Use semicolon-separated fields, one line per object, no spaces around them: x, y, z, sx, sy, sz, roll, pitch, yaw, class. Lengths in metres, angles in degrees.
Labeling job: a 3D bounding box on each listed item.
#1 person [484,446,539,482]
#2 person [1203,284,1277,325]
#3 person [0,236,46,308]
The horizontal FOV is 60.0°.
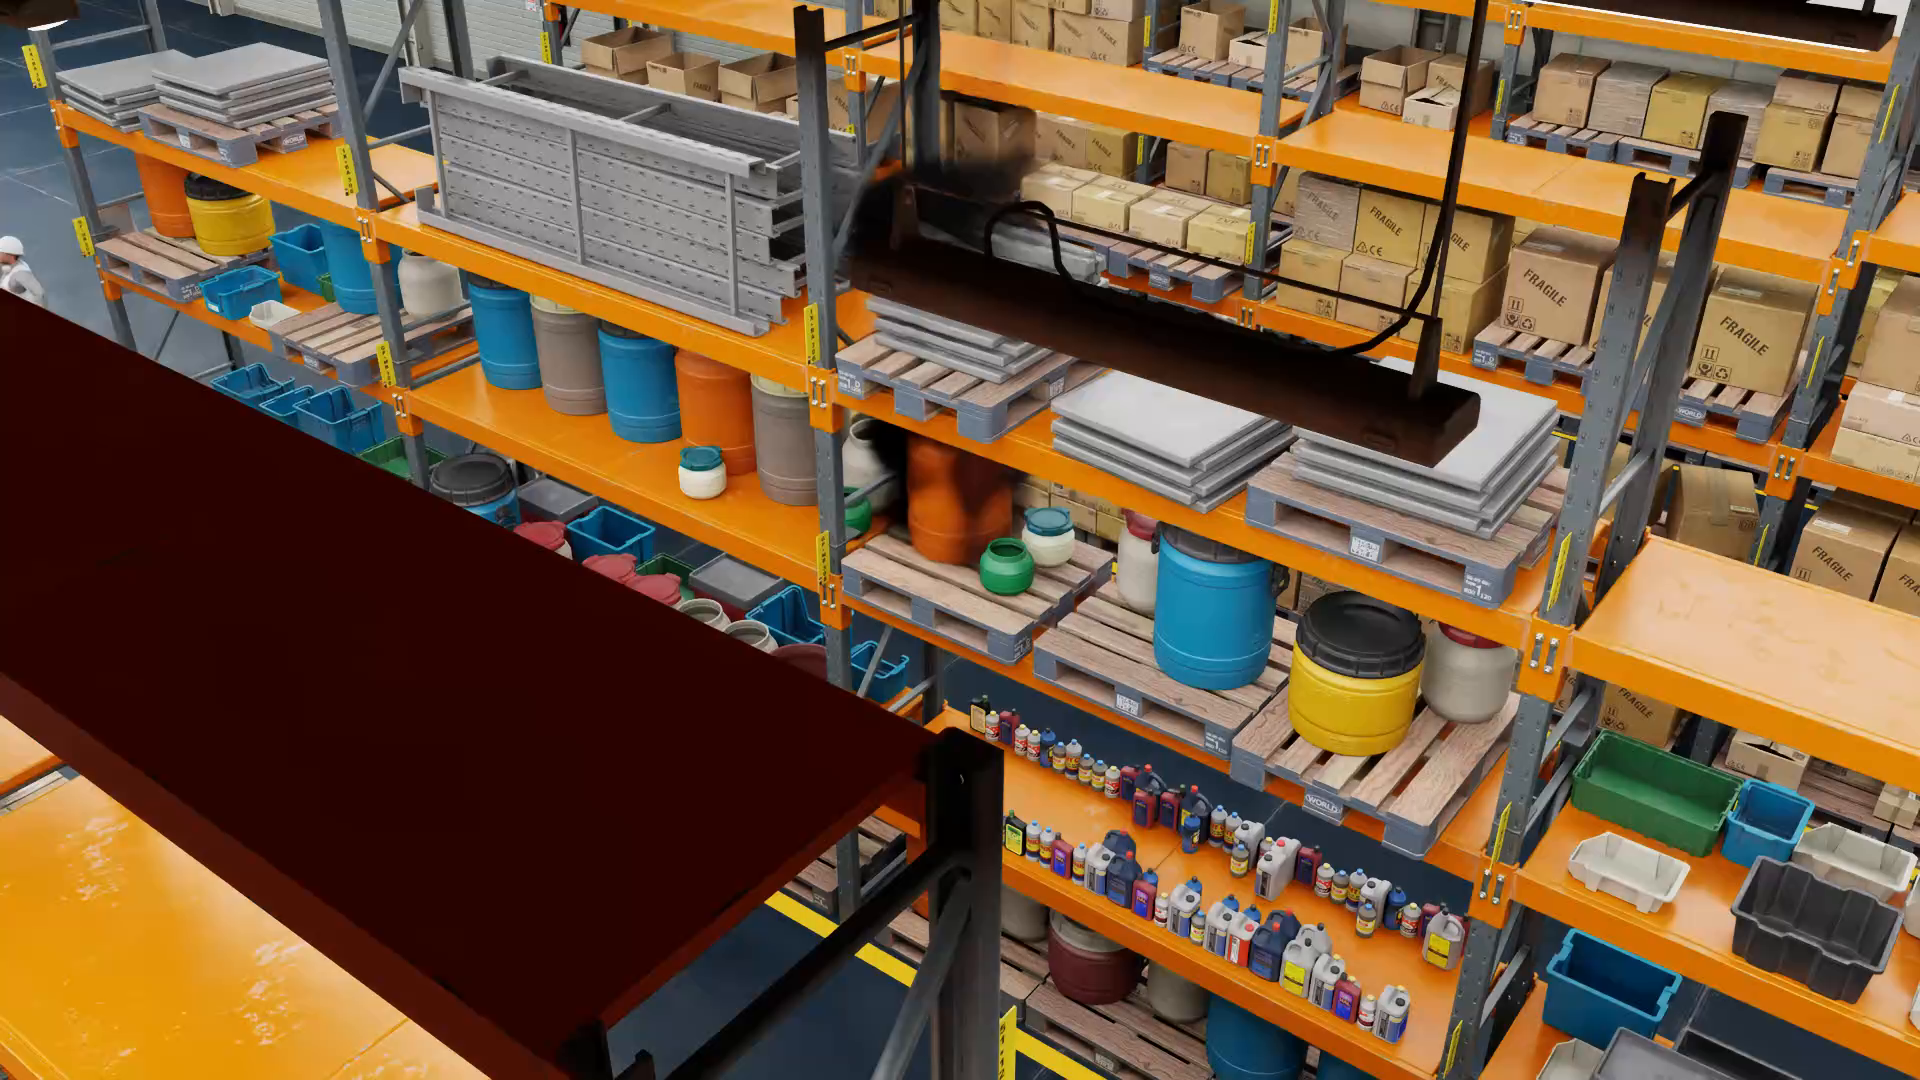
-4.295;-1.138;15.412;0.941;1.758;0.669;9;33;15;person
2.823;-2.058;16.982;0.780;1.815;0.671;16;35;24;person
-9.825;-2.328;17.411;0.603;1.732;0.643;-16;35;-24;person
